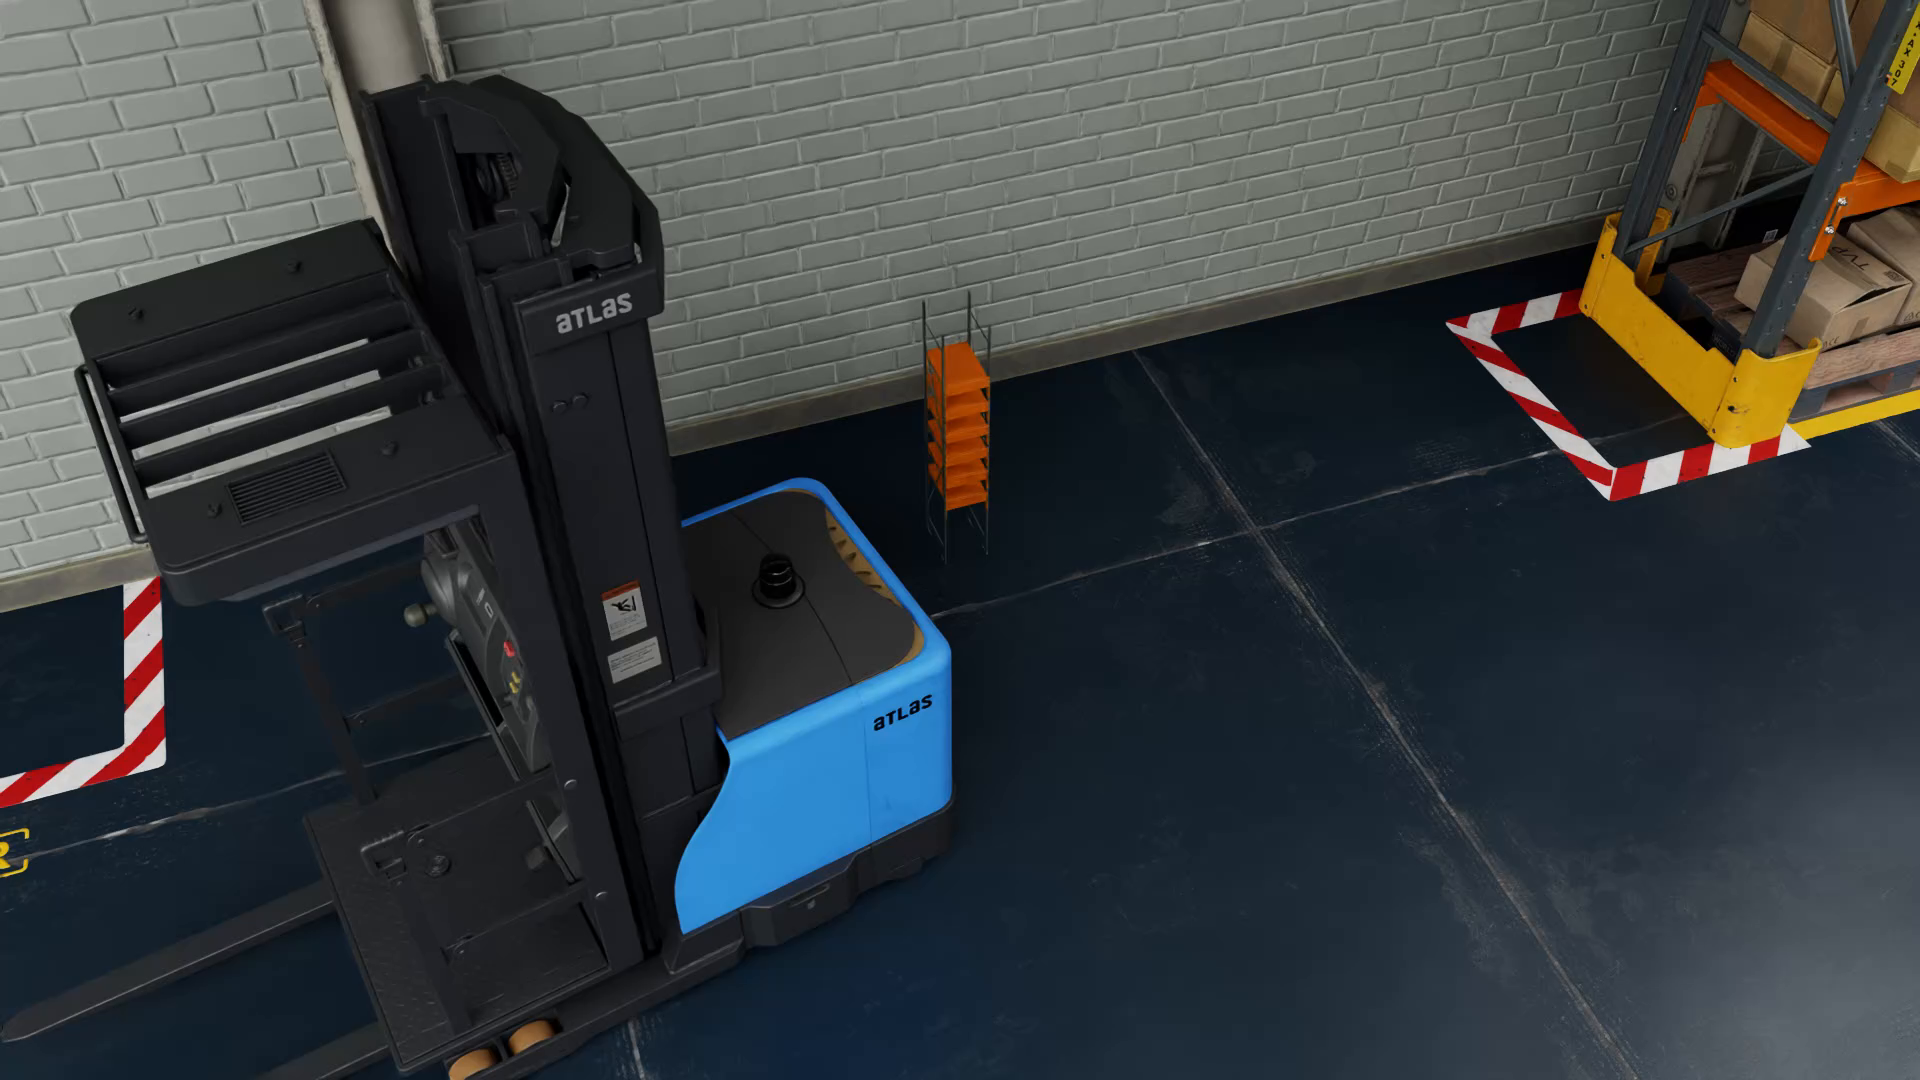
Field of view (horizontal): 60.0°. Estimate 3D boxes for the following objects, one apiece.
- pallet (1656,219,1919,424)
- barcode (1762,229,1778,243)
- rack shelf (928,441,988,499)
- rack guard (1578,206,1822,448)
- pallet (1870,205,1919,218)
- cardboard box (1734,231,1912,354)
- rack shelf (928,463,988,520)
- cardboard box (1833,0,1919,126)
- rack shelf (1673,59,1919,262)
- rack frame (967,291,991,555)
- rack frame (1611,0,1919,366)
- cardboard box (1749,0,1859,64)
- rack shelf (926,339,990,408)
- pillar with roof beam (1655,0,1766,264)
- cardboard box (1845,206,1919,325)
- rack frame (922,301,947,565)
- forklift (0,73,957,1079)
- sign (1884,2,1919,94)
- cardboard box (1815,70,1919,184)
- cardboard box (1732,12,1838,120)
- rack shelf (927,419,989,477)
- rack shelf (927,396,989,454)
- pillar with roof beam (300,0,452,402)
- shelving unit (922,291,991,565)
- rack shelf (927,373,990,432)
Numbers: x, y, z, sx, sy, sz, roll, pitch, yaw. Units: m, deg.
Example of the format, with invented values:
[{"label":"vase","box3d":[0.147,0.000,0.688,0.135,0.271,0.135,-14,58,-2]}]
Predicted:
[{"label":"pallet","box3d":[4.170,-1.075,7.982,1.213,0.211,1.003,-14,47,-14]},{"label":"barcode","box3d":[3.885,-1.456,7.974,0.075,0.075,0.001,-14,47,-14]},{"label":"rack shelf","box3d":[-0.014,-0.304,6.747,0.180,0.103,0.258,-14,47,-14]},{"label":"rack guard","box3d":[3.394,-1.005,7.708,0.348,0.500,1.175,-14,47,-14]},{"label":"pallet","box3d":[5.315,-1.366,8.272,1.213,0.211,1.003,-14,47,-14]},{"label":"cardboard box","box3d":[4.003,-1.182,7.707,0.500,0.311,0.500,-19,48,-18]},{"label":"rack shelf","box3d":[-0.014,-0.219,6.832,0.180,0.103,0.258,-14,47,-14]},{"label":"cardboard box","box3d":[3.873,-2.003,6.500,0.500,0.500,0.500,-14,47,-14]},{"label":"rack shelf","box3d":[5.203,-2.097,7.539,4.000,0.370,1.077,-14,47,-14]},{"label":"rack frame","box3d":[0.072,-0.442,6.653,0.006,1.200,0.240,-14,47,-14]},{"label":"rack frame","box3d":[3.322,-1.870,6.805,0.127,3.000,1.000,-14,47,-14]},{"label":"cardboard box","box3d":[3.693,-2.343,6.839,0.500,0.500,0.500,-15,47,-14]},{"label":"rack shelf","box3d":[-0.014,-0.643,6.407,0.180,0.103,0.258,-14,47,-14]},{"label":"pillar with roof beam","box3d":[5.149,-1.864,2.564,0.400,9.000,9.100,-14,47,-14]},{"label":"cardboard box","box3d":[4.540,-1.319,7.844,0.500,0.311,0.500,-11,46,-11]},{"label":"rack frame","box3d":[-0.100,-0.398,6.609,0.006,1.200,0.240,-14,47,-14]},{"label":"forklift","box3d":[-1.542,0.308,4.682,3.031,2.935,1.130,-23,49,-21]},{"label":"sign","box3d":[3.507,-1.814,6.138,0.005,0.325,0.100,-14,47,-14]},{"label":"cardboard box","box3d":[3.889,-1.730,6.757,0.500,0.250,0.500,-16,47,-15]},{"label":"cardboard box","box3d":[3.696,-2.065,7.092,0.500,0.250,0.500,-14,47,-13]},{"label":"rack shelf","box3d":[-0.014,-0.389,6.662,0.180,0.103,0.258,-14,47,-14]},{"label":"rack shelf","box3d":[-0.014,-0.473,6.577,0.180,0.103,0.258,-14,47,-14]},{"label":"pillar with roof beam","box3d":[-0.495,-0.421,1.126,0.400,9.000,9.100,-14,47,-14]},{"label":"shelving unit","box3d":[-0.014,-0.420,6.631,0.189,1.200,0.258,-14,47,-14]},{"label":"rack shelf","box3d":[-0.014,-0.558,6.492,0.180,0.103,0.258,-14,47,-14]}]
